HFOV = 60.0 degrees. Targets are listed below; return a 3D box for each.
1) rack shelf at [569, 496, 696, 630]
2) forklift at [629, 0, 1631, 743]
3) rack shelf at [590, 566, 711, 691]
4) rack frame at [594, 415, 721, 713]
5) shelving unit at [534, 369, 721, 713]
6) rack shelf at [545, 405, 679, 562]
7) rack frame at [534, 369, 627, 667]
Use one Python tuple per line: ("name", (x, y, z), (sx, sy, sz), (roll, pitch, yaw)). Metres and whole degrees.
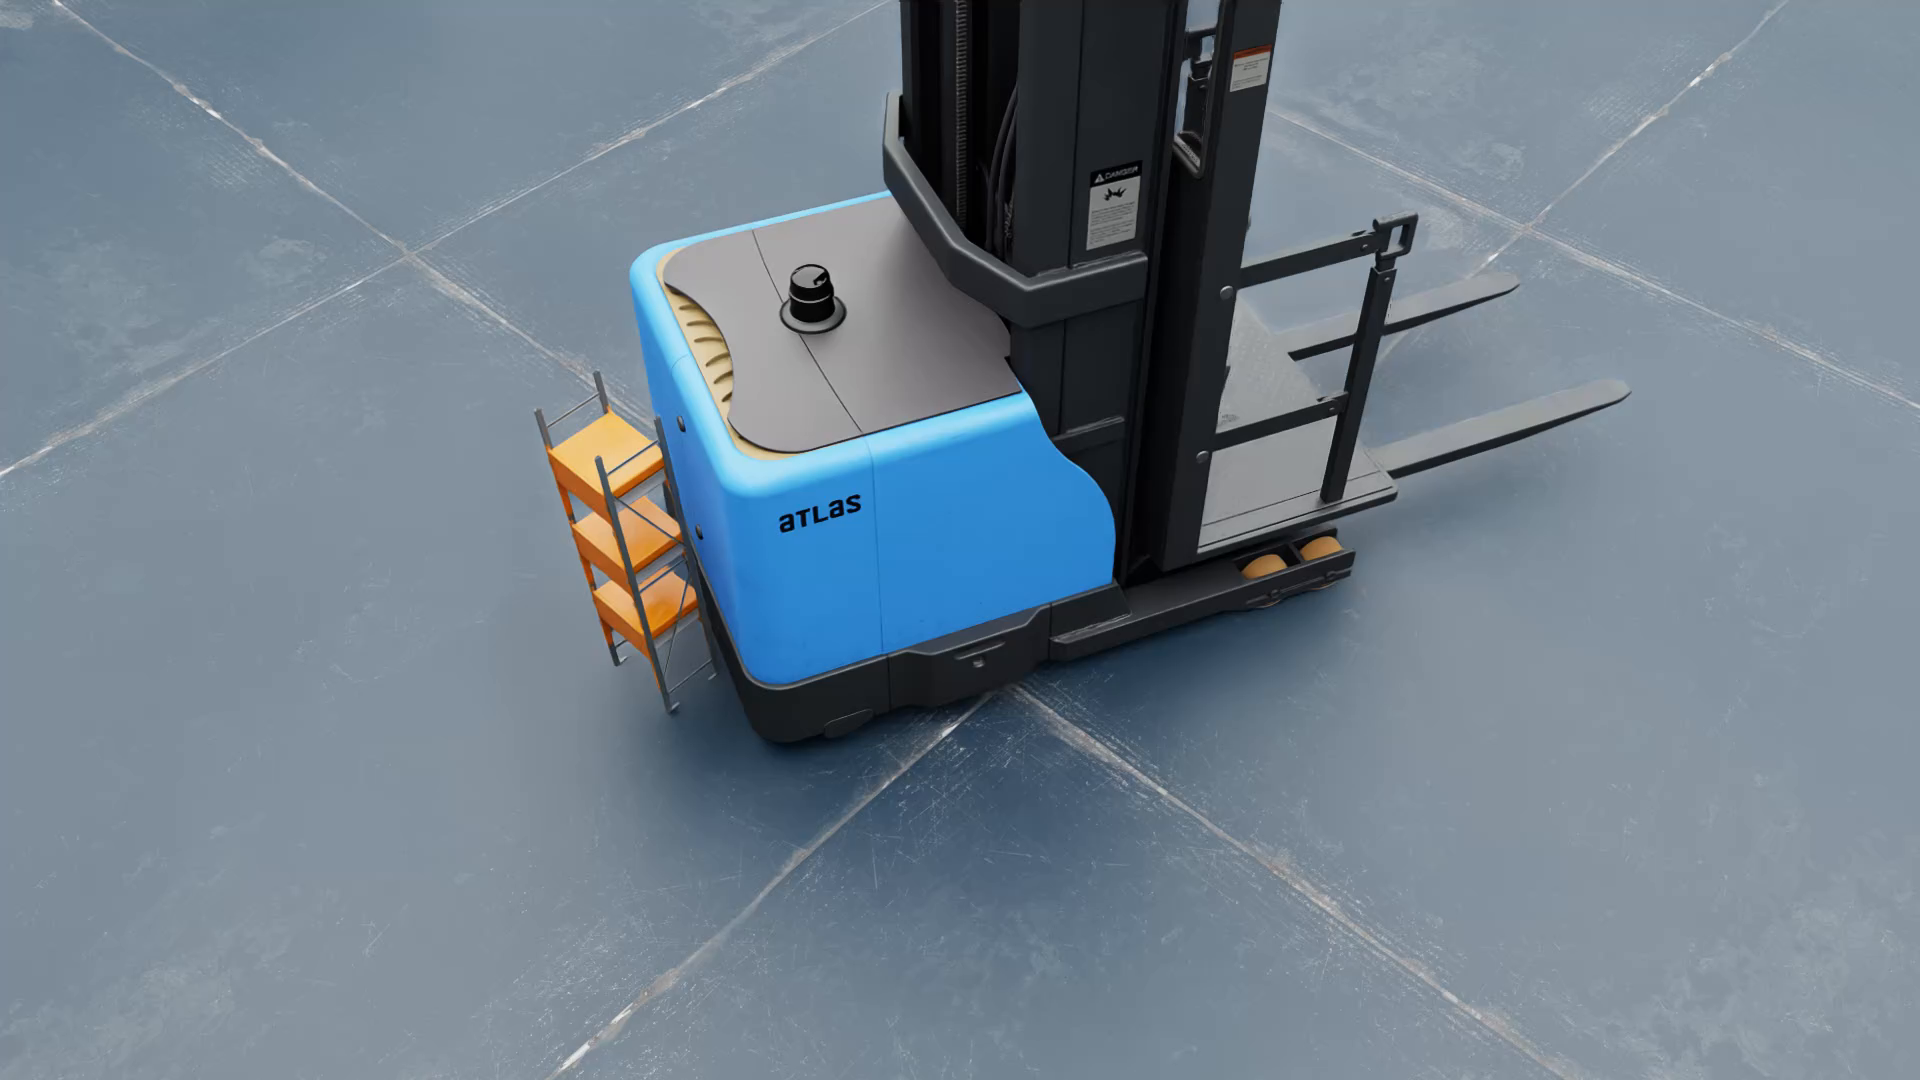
("rack shelf", (-0.877, 0.040, 4.500), (0.240, 0.259, 0.215), (35, 59, 29))
("forklift", (0.655, -1.139, 4.309), (3.031, 2.935, 1.130), (-17, 49, -15))
("rack shelf", (-0.868, 0.223, 4.708), (0.240, 0.259, 0.215), (35, 59, 29))
("rack frame", (-0.790, 0.095, 4.433), (0.008, 1.050, 0.200), (35, 59, 29))
("shelving unit", (-0.877, 0.033, 4.492), (0.252, 1.050, 0.215), (35, 59, 29))
("rack shelf", (-0.887, -0.147, 4.286), (0.240, 0.259, 0.215), (35, 59, 29))
("rack frame", (-0.965, -0.029, 4.550), (0.008, 1.050, 0.200), (35, 59, 29))
